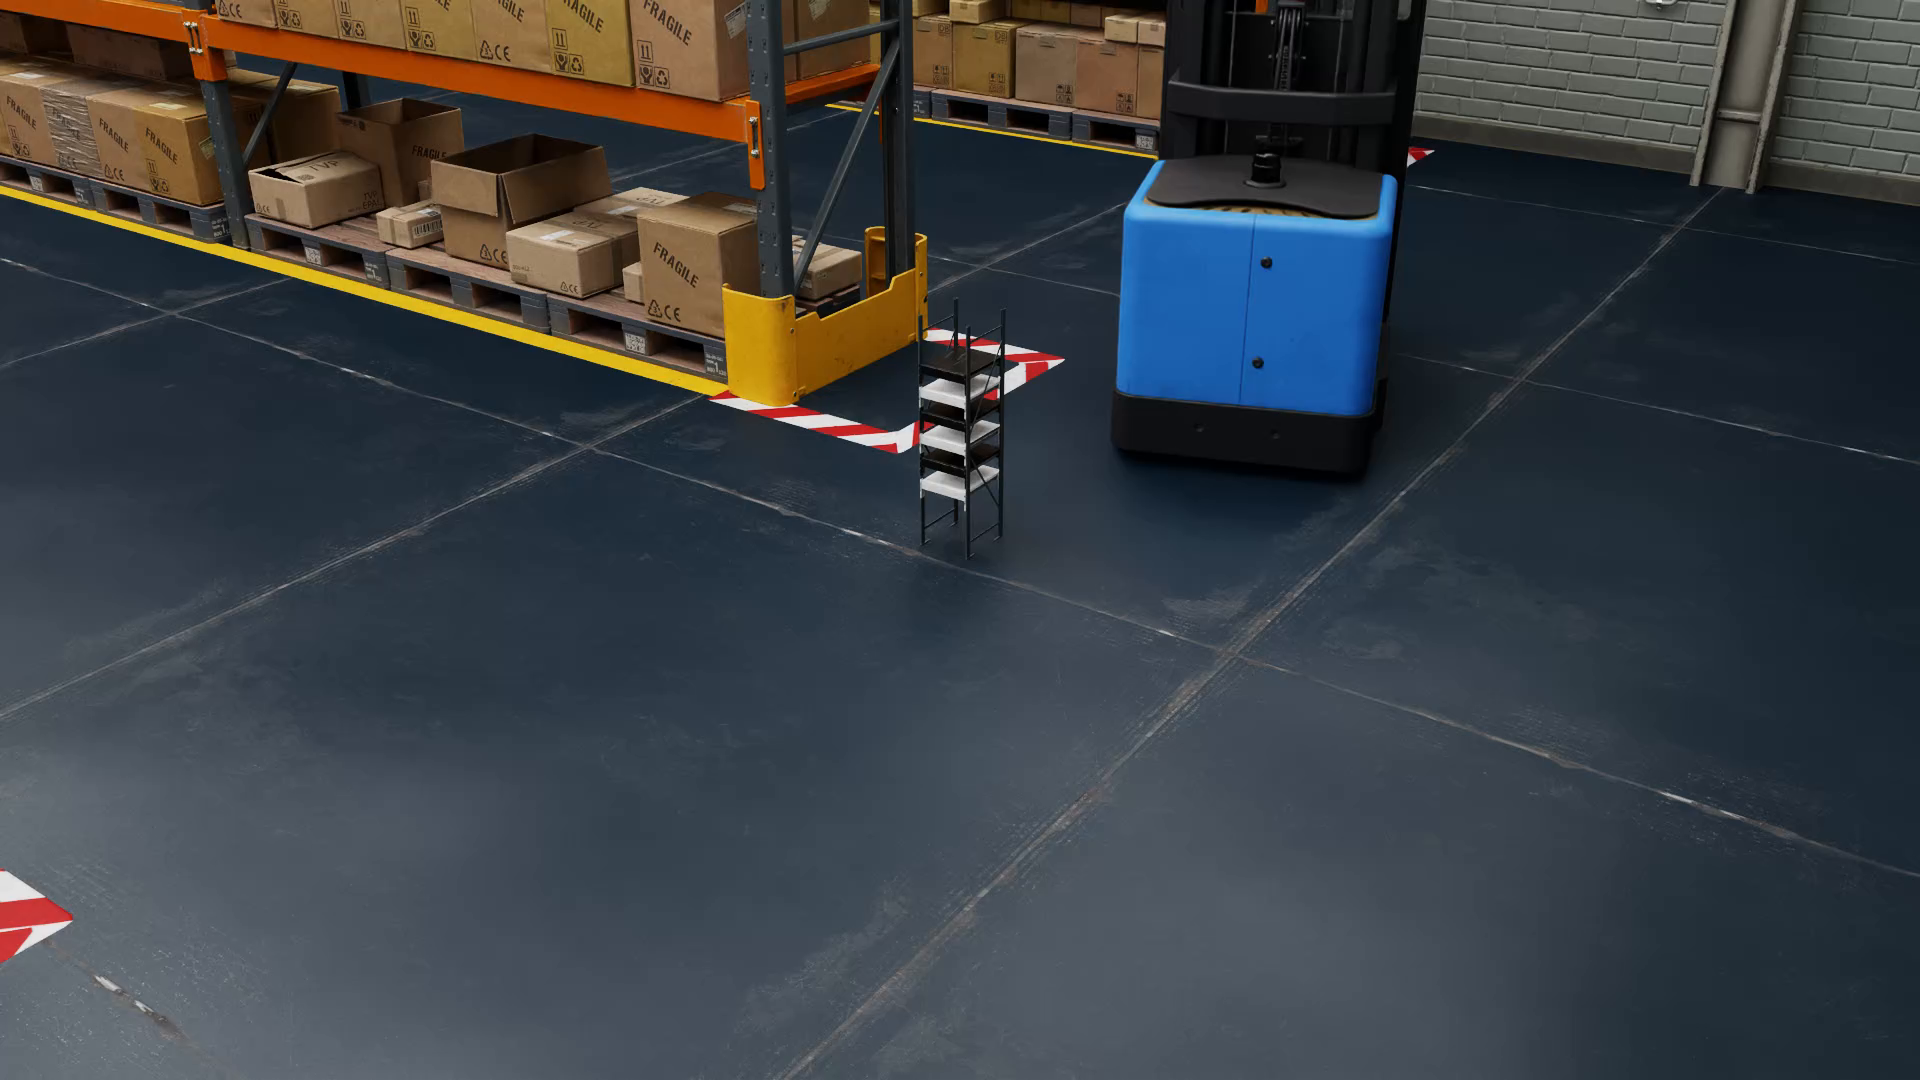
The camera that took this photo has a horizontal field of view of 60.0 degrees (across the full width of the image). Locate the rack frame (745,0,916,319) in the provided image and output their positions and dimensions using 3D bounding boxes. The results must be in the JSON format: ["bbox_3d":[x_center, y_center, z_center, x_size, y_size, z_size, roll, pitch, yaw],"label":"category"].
[{"bbox_3d":[-0.543,-2.161,7.189,0.127,3.000,1.000,17,32,30],"label":"rack frame"}]

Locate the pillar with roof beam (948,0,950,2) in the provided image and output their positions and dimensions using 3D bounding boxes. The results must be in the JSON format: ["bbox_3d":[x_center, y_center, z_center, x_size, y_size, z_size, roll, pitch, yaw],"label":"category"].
[{"bbox_3d":[-2.410,-6.249,8.607,0.400,9.000,9.100,17,32,30],"label":"pillar with roof beam"}]

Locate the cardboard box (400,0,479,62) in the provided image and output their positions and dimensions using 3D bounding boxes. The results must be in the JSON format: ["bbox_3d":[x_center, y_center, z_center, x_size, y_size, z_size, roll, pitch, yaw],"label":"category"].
[{"bbox_3d":[-2.320,-2.610,7.961,0.500,0.500,0.500,17,31,30],"label":"cardboard box"}]

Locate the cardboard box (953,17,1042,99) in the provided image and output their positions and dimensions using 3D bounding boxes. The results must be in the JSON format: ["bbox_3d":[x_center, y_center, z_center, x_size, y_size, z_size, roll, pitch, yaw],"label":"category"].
[{"bbox_3d":[0.353,-3.621,12.351,0.500,0.500,0.700,18,32,31],"label":"cardboard box"}]

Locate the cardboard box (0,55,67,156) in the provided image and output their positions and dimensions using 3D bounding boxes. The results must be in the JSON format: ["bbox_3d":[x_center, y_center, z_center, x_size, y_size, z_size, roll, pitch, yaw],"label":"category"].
[{"bbox_3d":[-6.079,-2.810,10.736,0.500,0.500,0.500,17,31,30],"label":"cardboard box"}]

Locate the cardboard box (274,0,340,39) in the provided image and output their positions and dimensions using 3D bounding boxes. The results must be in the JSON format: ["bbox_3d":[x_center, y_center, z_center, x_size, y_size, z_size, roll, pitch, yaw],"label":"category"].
[{"bbox_3d":[-3.151,-2.869,8.471,0.500,0.500,0.500,18,32,31],"label":"cardboard box"}]

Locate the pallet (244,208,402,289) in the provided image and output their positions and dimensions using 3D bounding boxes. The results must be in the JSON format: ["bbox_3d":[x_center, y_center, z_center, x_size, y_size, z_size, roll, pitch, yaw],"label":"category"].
[{"bbox_3d":[-3.275,-1.768,9.492,1.213,0.211,1.003,17,32,30],"label":"pallet"}]

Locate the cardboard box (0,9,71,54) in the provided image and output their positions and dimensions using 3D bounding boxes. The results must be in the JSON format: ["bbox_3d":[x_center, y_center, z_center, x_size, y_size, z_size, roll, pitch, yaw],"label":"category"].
[{"bbox_3d":[-6.185,-3.466,11.198,0.500,0.250,0.500,19,32,32],"label":"cardboard box"}]

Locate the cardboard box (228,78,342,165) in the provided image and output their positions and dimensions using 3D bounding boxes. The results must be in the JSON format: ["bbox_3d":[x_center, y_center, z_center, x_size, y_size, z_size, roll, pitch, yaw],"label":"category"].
[{"bbox_3d":[-4.101,-2.485,10.097,0.500,0.500,0.500,16,31,28],"label":"cardboard box"}]

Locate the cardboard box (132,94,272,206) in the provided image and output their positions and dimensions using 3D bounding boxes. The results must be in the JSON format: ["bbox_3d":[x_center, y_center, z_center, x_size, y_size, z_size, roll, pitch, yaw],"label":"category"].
[{"bbox_3d":[-4.410,-2.290,9.713,0.500,0.500,0.500,17,32,30],"label":"cardboard box"}]

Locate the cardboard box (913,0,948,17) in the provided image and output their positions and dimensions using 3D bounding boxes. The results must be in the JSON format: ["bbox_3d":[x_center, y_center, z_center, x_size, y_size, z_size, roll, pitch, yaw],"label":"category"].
[{"bbox_3d":[-0.302,-4.017,12.413,0.250,0.149,0.380,19,32,32],"label":"cardboard box"}]

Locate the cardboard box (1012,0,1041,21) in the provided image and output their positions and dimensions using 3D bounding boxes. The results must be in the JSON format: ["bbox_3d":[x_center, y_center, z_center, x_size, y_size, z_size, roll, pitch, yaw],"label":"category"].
[{"bbox_3d":[0.586,-3.951,12.284,0.250,0.149,0.380,17,31,29],"label":"cardboard box"}]

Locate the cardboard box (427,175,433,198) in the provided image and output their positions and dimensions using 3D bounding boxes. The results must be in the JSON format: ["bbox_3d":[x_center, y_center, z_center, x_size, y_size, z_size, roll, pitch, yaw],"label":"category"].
[{"bbox_3d":[-2.592,-1.953,9.260,0.500,0.311,0.500,17,32,30],"label":"cardboard box"}]

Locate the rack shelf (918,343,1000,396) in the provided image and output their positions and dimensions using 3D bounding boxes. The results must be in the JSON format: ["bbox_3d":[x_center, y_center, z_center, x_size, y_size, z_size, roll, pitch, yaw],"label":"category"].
[{"bbox_3d":[0.007,-0.610,5.934,0.200,0.077,0.258,17,32,30],"label":"rack shelf"}]

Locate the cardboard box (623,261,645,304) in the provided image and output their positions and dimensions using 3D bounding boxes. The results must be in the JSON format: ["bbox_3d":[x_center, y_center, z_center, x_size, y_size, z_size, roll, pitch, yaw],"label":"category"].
[{"bbox_3d":[-1.414,-1.279,8.095,0.250,0.166,0.380,17,32,30],"label":"cardboard box"}]

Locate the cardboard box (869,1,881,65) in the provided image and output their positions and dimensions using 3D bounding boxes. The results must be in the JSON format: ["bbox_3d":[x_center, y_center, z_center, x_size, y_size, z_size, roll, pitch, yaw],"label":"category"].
[{"bbox_3d":[-0.481,-3.884,12.867,0.500,0.500,0.700,18,32,31],"label":"cardboard box"}]

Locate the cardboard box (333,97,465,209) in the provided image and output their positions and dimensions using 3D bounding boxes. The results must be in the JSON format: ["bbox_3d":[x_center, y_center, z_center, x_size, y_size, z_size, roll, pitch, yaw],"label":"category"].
[{"bbox_3d":[-3.210,-2.230,9.595,0.500,0.500,0.500,17,32,30],"label":"cardboard box"}]

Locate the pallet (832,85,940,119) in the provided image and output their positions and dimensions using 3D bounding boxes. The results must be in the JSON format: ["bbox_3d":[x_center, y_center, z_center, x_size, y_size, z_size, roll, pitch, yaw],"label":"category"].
[{"bbox_3d":[-0.456,-3.574,13.039,1.213,0.211,1.003,17,32,30],"label":"pallet"}]

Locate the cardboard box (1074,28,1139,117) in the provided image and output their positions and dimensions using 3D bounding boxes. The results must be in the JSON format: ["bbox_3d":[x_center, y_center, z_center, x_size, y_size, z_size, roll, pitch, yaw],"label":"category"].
[{"bbox_3d":[1.212,-3.358,11.834,0.500,0.500,0.700,17,32,30],"label":"cardboard box"}]

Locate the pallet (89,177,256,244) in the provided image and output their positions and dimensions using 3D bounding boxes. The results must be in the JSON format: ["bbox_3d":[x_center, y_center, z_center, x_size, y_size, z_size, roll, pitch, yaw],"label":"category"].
[{"bbox_3d":[-4.532,-2.140,10.222,1.213,0.211,1.003,17,32,30],"label":"pallet"}]

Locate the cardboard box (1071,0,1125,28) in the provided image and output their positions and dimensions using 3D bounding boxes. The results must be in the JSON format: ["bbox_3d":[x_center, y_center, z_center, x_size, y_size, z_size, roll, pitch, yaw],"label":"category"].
[{"bbox_3d":[1.007,-3.820,12.027,0.250,0.149,0.380,18,32,31],"label":"cardboard box"}]

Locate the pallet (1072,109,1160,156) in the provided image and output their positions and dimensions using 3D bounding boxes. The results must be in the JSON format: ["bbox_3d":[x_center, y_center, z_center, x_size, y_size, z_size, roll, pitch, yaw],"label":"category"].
[{"bbox_3d":[1.555,-2.947,11.808,1.213,0.211,1.003,17,32,30],"label":"pallet"}]

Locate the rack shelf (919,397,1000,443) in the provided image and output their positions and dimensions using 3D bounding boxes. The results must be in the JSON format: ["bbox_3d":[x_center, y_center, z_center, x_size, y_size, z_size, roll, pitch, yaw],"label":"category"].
[{"bbox_3d":[0.007,-0.449,6.016,0.200,0.077,0.258,17,32,30],"label":"rack shelf"}]

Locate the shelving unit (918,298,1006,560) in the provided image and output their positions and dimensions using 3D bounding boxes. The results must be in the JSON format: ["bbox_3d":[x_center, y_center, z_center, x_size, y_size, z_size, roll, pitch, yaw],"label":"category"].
[{"bbox_3d":[0.007,-0.399,6.042,0.210,0.900,0.258,17,32,30],"label":"shelving unit"}]

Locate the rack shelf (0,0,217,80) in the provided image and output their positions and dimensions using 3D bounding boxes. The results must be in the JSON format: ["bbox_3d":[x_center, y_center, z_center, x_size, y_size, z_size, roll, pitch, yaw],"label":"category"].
[{"bbox_3d":[-5.489,-3.381,10.379,4.000,0.370,1.077,17,32,30],"label":"rack shelf"}]

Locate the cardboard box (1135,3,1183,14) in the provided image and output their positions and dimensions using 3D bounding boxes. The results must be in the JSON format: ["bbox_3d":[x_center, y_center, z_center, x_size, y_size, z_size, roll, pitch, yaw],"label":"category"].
[{"bbox_3d":[1.423,-3.691,11.773,0.250,0.149,0.380,17,32,30],"label":"cardboard box"}]

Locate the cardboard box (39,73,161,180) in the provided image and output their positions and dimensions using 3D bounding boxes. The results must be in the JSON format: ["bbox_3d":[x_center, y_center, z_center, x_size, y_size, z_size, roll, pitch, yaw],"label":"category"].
[{"bbox_3d":[-5.225,-2.549,10.222,0.500,0.500,0.500,18,32,31],"label":"cardboard box"}]

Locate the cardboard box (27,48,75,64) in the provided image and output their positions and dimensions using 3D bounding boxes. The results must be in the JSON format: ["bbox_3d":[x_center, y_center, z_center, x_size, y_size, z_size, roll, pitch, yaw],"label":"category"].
[{"bbox_3d":[-5.807,-3.012,11.132,0.500,0.500,0.500,16,31,29],"label":"cardboard box"}]

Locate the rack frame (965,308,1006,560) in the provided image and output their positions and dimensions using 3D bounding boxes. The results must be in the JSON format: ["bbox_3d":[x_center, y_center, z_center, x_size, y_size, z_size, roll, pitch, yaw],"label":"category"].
[{"bbox_3d":[0.090,-0.373,5.990,0.006,0.900,0.240,17,32,30],"label":"rack frame"}]

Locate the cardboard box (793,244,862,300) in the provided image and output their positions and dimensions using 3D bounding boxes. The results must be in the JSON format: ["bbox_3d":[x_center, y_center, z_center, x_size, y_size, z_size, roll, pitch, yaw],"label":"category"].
[{"bbox_3d":[-0.694,-1.322,8.199,0.250,0.149,0.380,17,32,30],"label":"cardboard box"}]

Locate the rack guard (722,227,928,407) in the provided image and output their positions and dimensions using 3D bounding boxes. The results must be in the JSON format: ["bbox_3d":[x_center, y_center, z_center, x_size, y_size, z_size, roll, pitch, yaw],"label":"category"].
[{"bbox_3d":[-0.606,-1.066,7.794,0.348,0.500,1.175,17,32,30],"label":"rack guard"}]

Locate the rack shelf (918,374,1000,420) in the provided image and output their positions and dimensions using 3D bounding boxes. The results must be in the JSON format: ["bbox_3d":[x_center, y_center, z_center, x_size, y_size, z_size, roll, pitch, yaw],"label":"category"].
[{"bbox_3d":[0.007,-0.530,5.975,0.200,0.077,0.258,17,32,30],"label":"rack shelf"}]

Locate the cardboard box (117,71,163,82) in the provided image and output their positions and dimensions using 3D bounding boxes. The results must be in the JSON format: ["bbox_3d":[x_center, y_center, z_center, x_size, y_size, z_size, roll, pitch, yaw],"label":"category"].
[{"bbox_3d":[-4.955,-2.749,10.616,0.500,0.500,0.500,18,32,31],"label":"cardboard box"}]

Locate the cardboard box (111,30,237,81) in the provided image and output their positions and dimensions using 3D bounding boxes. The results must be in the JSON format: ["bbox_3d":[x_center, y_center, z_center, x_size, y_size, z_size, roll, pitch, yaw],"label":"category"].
[{"bbox_3d":[-4.926,-3.076,10.432,0.500,0.250,0.500,17,32,30],"label":"cardboard box"}]

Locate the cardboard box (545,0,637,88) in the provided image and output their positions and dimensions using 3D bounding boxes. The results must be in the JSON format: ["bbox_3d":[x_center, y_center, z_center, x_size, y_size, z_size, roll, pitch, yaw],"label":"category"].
[{"bbox_3d":[-1.496,-2.351,7.451,0.500,0.500,0.500,18,32,31],"label":"cardboard box"}]

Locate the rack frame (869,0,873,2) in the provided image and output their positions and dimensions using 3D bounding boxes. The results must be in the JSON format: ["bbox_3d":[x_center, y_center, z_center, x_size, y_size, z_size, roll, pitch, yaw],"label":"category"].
[{"bbox_3d":[-1.039,-5.041,12.848,0.127,3.000,1.000,17,32,30],"label":"rack frame"}]

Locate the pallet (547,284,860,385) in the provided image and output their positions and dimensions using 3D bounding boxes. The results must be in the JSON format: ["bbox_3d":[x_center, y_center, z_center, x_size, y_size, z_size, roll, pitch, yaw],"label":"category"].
[{"bbox_3d":[-1.264,-1.142,8.261,1.213,0.211,1.003,17,32,30],"label":"pallet"}]

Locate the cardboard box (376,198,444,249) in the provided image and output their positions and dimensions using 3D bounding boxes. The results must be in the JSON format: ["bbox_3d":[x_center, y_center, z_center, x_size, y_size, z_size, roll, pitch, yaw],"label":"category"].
[{"bbox_3d":[-2.898,-1.714,8.950,0.250,0.166,0.380,17,32,30],"label":"cardboard box"}]

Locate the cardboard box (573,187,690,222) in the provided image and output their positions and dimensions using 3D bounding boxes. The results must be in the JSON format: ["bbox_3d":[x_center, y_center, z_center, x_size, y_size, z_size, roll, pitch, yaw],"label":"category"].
[{"bbox_3d":[-1.655,-1.634,8.700,0.500,0.250,0.500,17,32,30],"label":"cardboard box"}]

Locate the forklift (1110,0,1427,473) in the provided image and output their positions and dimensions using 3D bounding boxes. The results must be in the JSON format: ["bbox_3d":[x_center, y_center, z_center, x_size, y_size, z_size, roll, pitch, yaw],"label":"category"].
[{"bbox_3d":[1.491,-2.223,7.387,1.130,2.935,3.031,7,28,13],"label":"forklift"}]

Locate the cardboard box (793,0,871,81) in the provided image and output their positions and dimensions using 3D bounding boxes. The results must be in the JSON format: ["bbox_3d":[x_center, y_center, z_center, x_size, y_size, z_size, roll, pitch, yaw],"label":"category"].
[{"bbox_3d":[-0.760,-2.418,7.584,0.500,0.500,0.500,18,32,31],"label":"cardboard box"}]

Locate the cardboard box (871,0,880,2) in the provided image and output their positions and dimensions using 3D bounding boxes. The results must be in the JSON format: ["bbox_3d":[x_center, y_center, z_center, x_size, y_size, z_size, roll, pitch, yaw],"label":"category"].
[{"bbox_3d":[-0.488,-4.284,12.939,0.250,0.149,0.380,17,32,30],"label":"cardboard box"}]

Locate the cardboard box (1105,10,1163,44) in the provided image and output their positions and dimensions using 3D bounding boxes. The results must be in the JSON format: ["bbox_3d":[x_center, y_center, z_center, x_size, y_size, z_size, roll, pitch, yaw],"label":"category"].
[{"bbox_3d":[1.204,-3.549,11.493,0.250,0.149,0.380,18,32,32],"label":"cardboard box"}]
